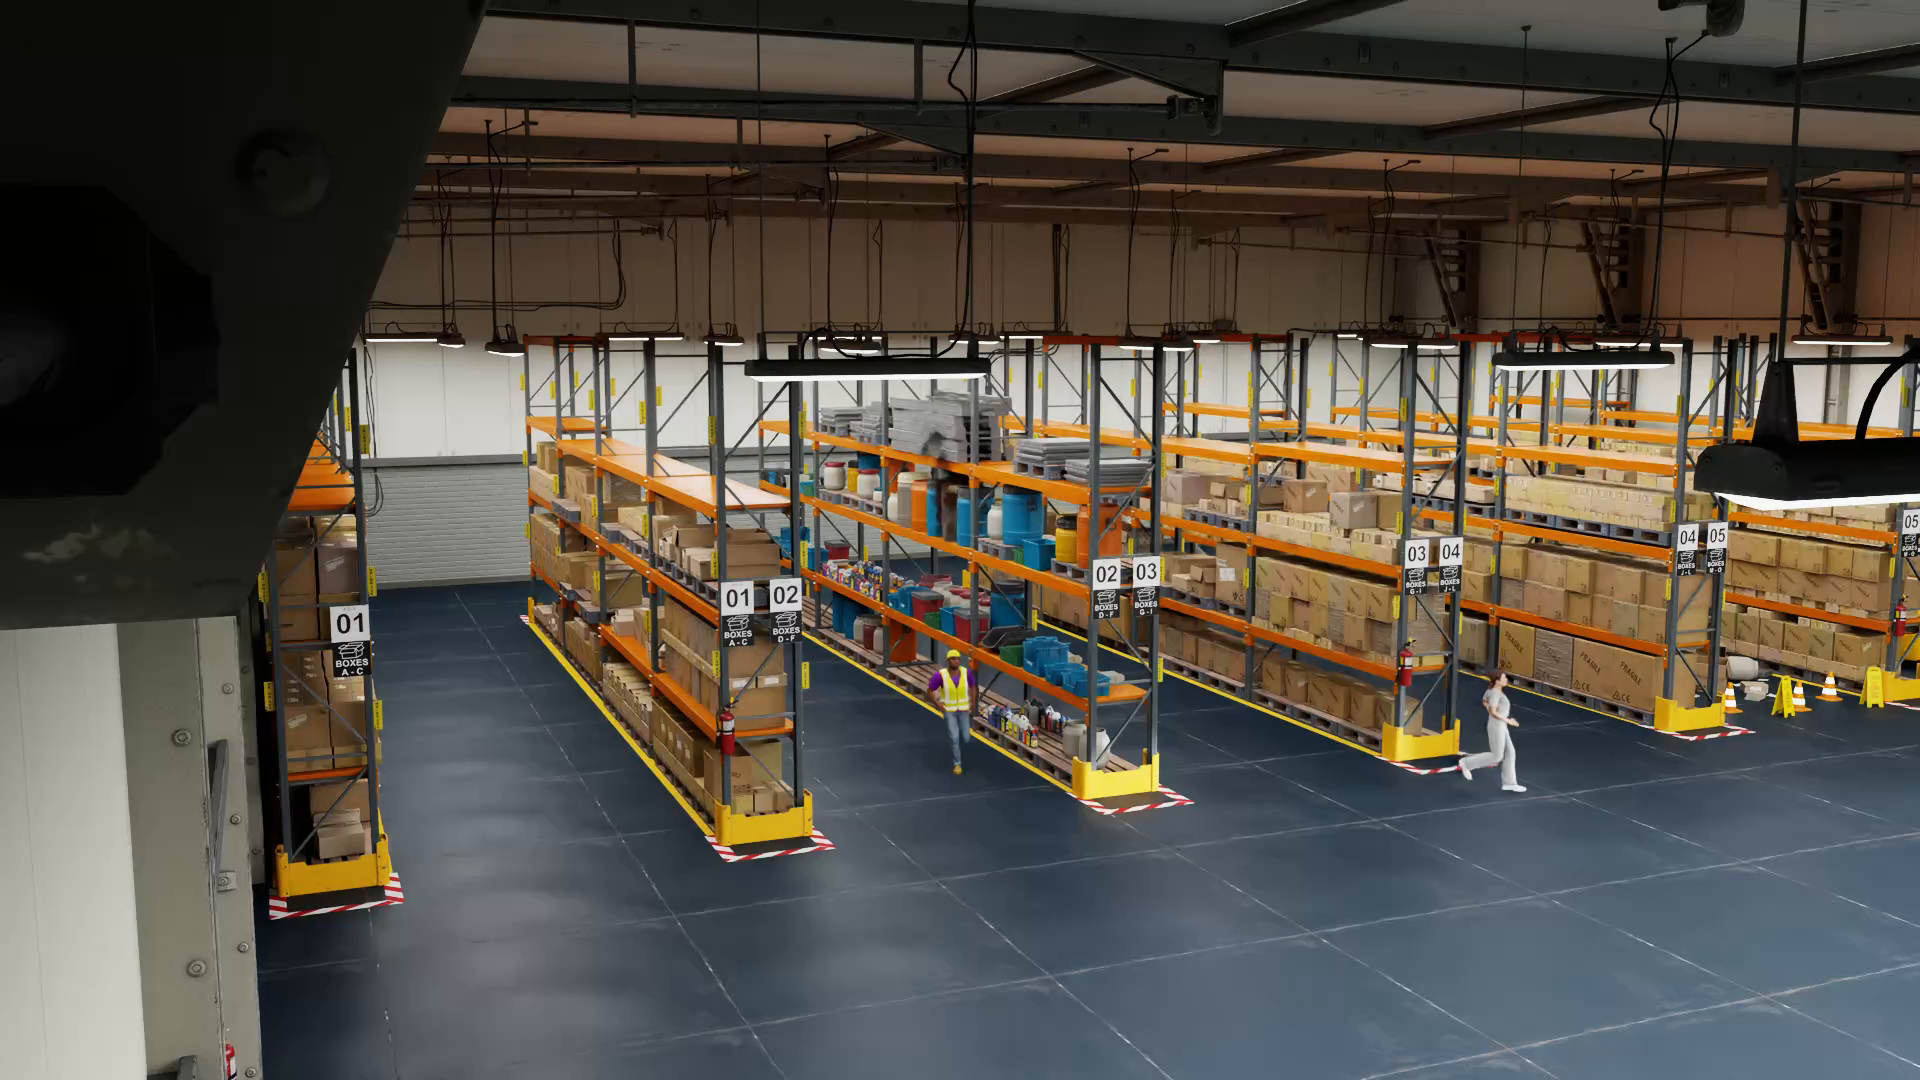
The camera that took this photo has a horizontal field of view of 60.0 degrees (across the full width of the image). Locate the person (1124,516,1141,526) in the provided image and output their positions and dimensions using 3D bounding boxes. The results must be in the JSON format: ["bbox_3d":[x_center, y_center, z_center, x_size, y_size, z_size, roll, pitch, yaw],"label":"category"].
[{"bbox_3d":[4.175,-0.029,41.472,0.533,1.723,0.683,-2,8,-12],"label":"person"}]

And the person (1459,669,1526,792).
[{"bbox_3d":[7.204,2.547,22.432,0.883,1.639,0.587,2,8,17],"label":"person"}]

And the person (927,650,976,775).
[{"bbox_3d":[-0.097,2.386,23.439,0.715,1.721,0.758,-3,8,-20],"label":"person"}]

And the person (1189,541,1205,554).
[{"bbox_3d":[5.959,-0.191,42.264,0.992,1.807,0.703,-6,10,-38],"label":"person"}]
